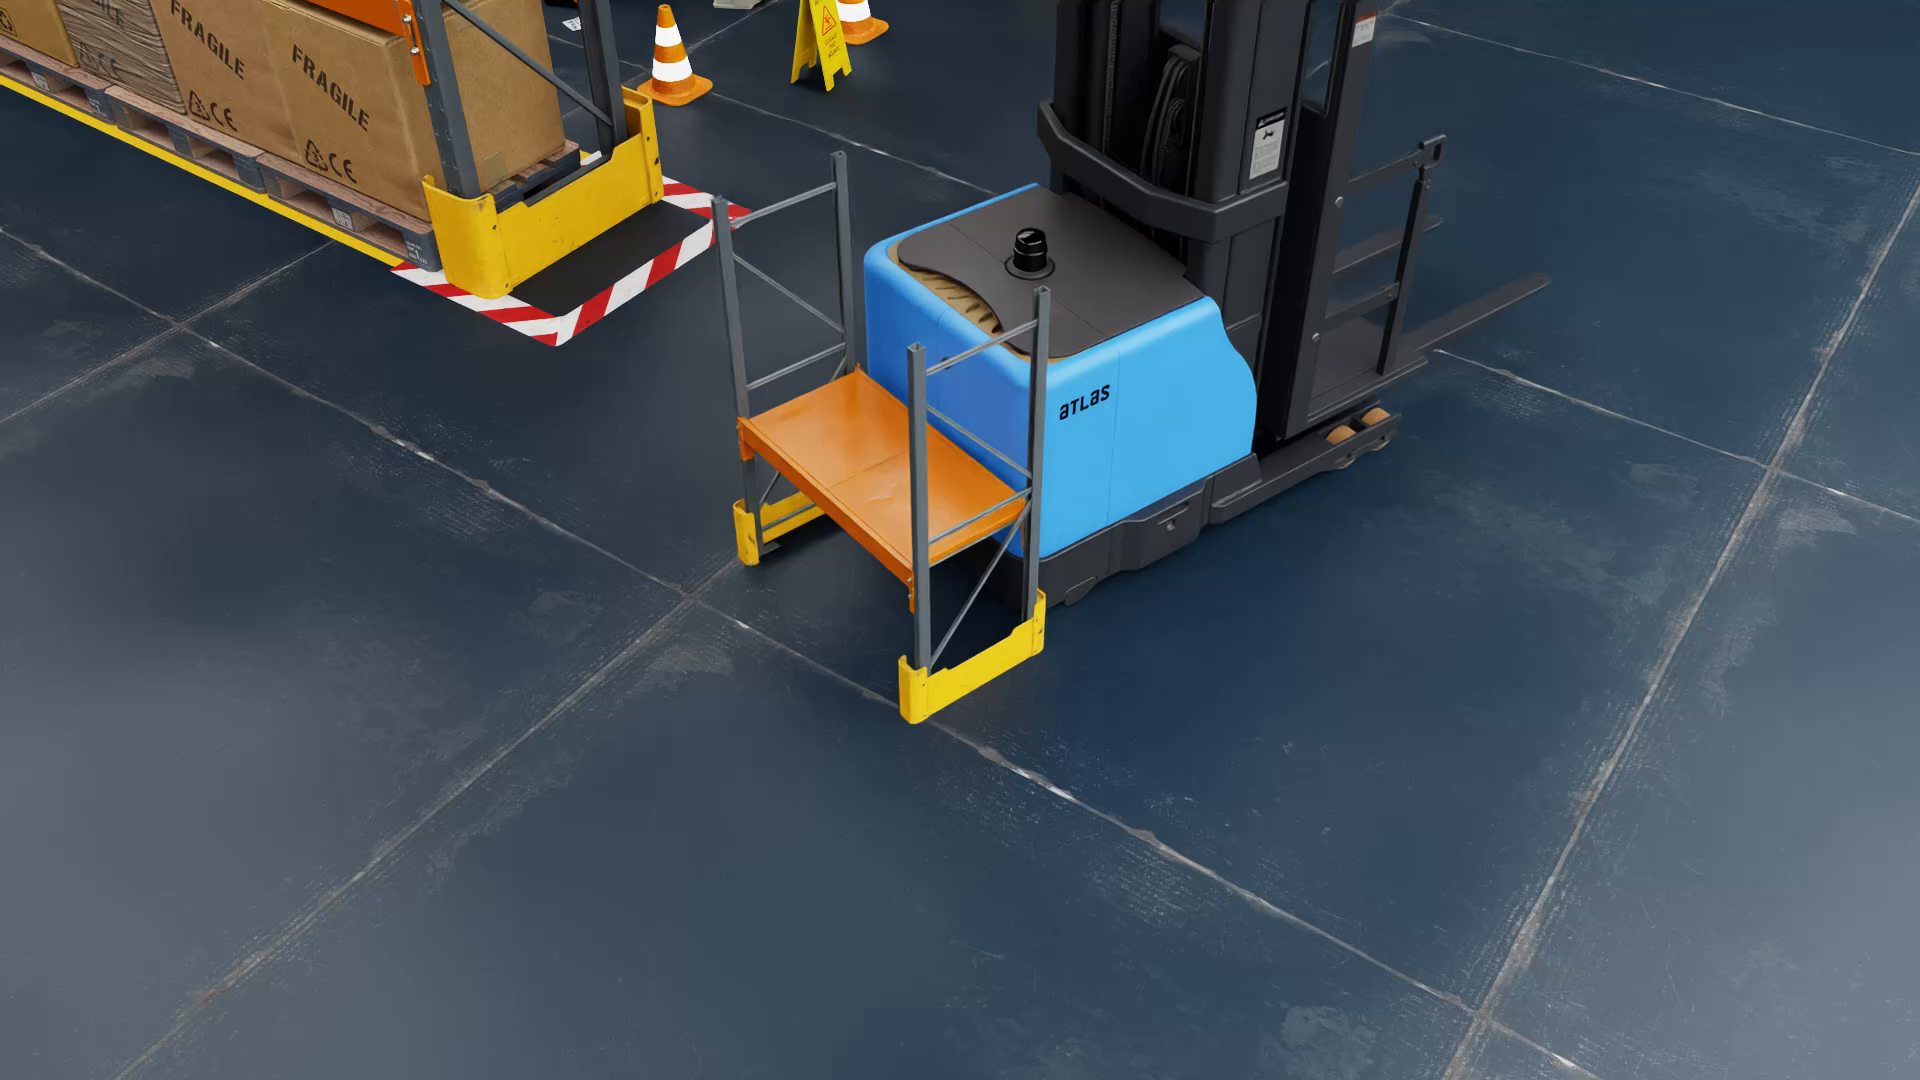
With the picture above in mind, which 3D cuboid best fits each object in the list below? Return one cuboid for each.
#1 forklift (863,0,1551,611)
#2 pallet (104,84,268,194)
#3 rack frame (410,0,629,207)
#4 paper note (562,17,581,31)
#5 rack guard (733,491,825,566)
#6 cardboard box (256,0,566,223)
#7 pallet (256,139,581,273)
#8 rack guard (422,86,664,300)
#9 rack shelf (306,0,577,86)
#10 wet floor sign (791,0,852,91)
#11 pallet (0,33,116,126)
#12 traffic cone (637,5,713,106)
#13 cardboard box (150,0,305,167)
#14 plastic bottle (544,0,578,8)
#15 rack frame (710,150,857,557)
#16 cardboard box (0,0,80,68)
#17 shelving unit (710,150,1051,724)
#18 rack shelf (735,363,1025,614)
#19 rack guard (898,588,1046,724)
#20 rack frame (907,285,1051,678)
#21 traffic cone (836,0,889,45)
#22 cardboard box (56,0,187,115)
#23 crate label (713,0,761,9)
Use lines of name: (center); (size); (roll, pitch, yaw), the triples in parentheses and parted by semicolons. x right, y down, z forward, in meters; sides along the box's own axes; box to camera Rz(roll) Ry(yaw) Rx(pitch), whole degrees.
forklift: (1.136, -1.634, 5.879); (3.031, 2.935, 1.130); (-26, 48, -26)
pallet: (-3.611, -2.264, 8.622); (1.213, 0.211, 1.003); (25, 48, 25)
rack frame: (-1.917, -2.573, 6.875); (0.127, 3.000, 1.000); (25, 48, 25)
paper note: (-2.192, -2.977, 9.555); (0.144, 0.017, 0.142); (-25, 48, -25)
rack guard: (-0.574, -0.134, 6.212); (0.587, 0.250, 0.087); (-28, 49, -28)
cardboard box: (-2.510, -2.161, 7.694); (0.875, 0.875, 0.875); (25, 48, 26)
pallet: (-2.617, -1.797, 8.100); (1.213, 0.211, 1.003); (25, 48, 25)
rack guard: (-1.897, -1.632, 7.699); (0.348, 0.500, 1.175); (25, 48, 25)
rack shelf: (-3.555, -3.070, 7.971); (4.000, 0.370, 1.077); (25, 48, 25)
wet floor sign: (-0.757, -2.765, 8.856); (0.232, 0.644, 0.267); (17, 45, 18)
pallet: (-4.614, -2.731, 9.144); (1.213, 0.211, 1.003); (25, 48, 25)
traffic cone: (-1.537, -2.606, 8.815); (0.334, 0.463, 0.336); (25, 48, 25)
cardboard box: (-3.232, -2.497, 8.069); (0.875, 0.875, 0.875); (24, 47, 25)
plastic bottle: (-2.350, -3.196, 9.776); (0.283, 0.061, 0.133); (10, 43, 11)
rack frame: (-0.575, -0.600, 5.796); (0.500, 1.500, 0.032); (-28, 49, -28)
cardboard box: (-4.717, -3.190, 8.844); (0.875, 0.875, 0.875); (26, 48, 26)
shelving unit: (-0.264, -0.340, 5.505); (0.587, 1.500, 1.083); (-28, 49, -28)
rack shelf: (-0.259, -0.201, 5.620); (0.538, 0.185, 1.000); (-28, 49, -28)
rack guard: (0.045, 0.386, 5.631); (0.587, 0.250, 0.087); (-28, 49, -28)
rack frame: (0.057, -0.069, 5.203); (0.500, 1.500, 0.032); (-28, 49, -28)
traffic cone: (-0.609, -3.092, 9.359); (0.334, 0.463, 0.336); (25, 48, 25)
cardboard box: (-3.977, -2.847, 8.460); (0.875, 0.875, 0.875); (25, 48, 26)
crate label: (-1.289, -3.238, 9.766); (0.298, 0.136, 0.250); (3, 42, 4)
